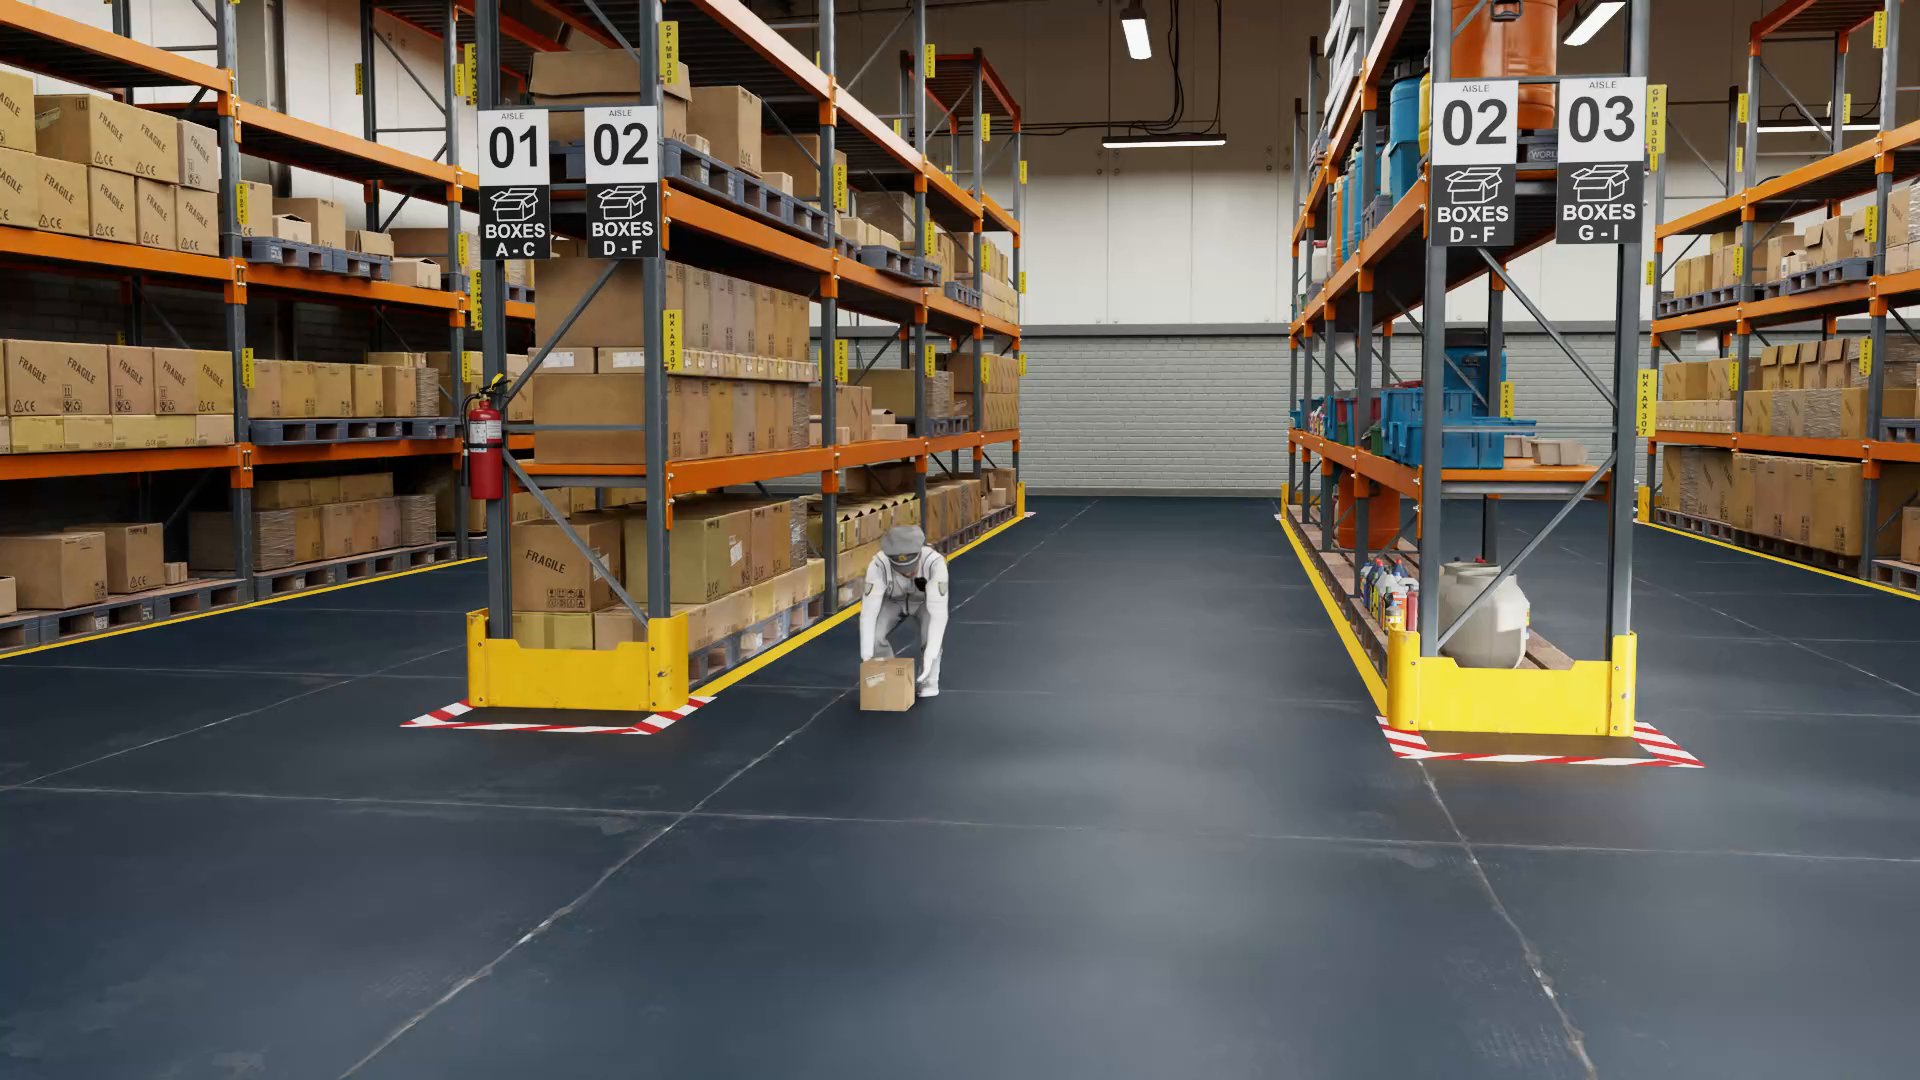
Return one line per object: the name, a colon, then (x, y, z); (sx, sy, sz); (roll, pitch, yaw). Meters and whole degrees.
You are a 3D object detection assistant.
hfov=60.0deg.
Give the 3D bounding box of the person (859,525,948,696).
person: (-0.287, 0.393, 9.284); (0.489, 0.984, 0.845); (1, 5, 8)
